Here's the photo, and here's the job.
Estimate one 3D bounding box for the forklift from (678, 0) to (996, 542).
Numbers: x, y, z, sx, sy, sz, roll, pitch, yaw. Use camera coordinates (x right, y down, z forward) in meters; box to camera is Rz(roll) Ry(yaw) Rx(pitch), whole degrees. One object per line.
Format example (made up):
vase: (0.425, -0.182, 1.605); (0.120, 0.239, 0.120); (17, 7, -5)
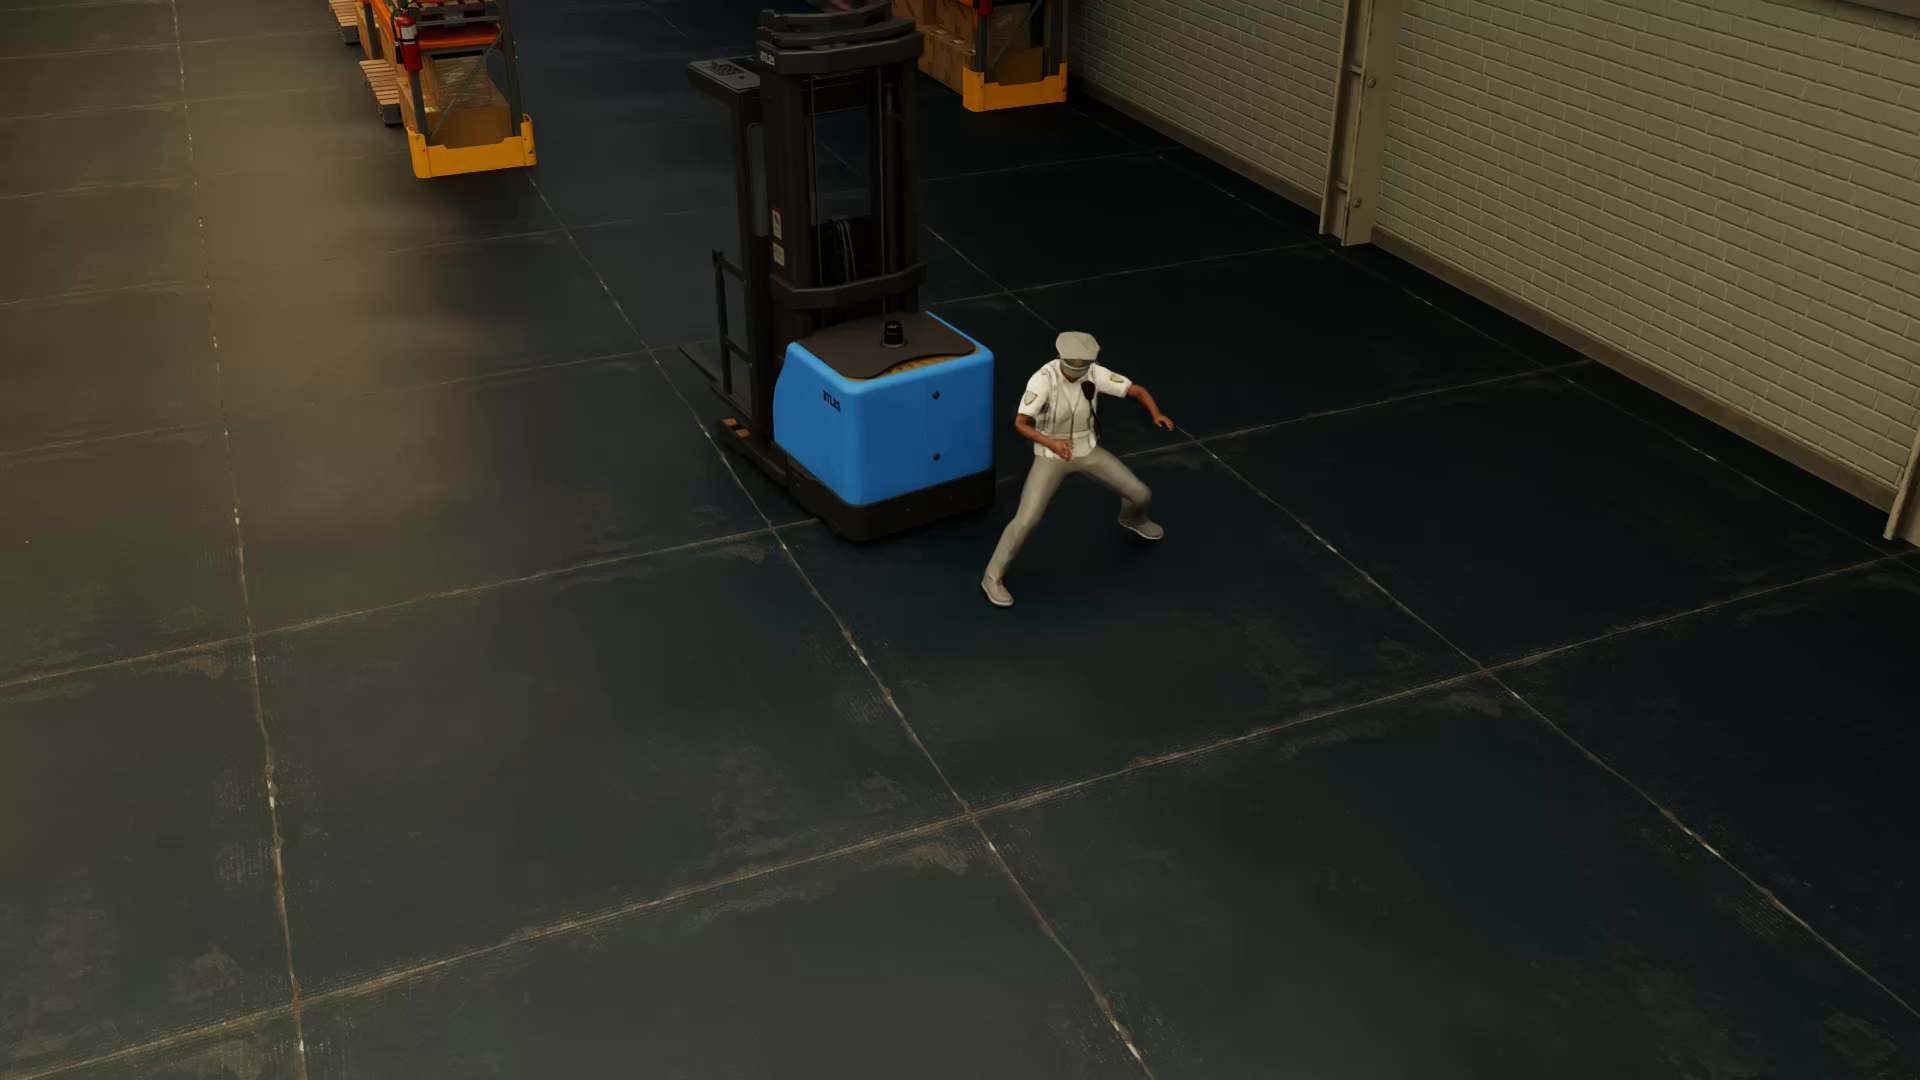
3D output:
forklift: (-0.981, -1.956, 10.540); (1.130, 2.935, 3.031); (-17, 34, -27)

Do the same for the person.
person: (0.694, -0.461, 9.418); (1.224, 1.438, 0.673); (-7, 31, -12)
